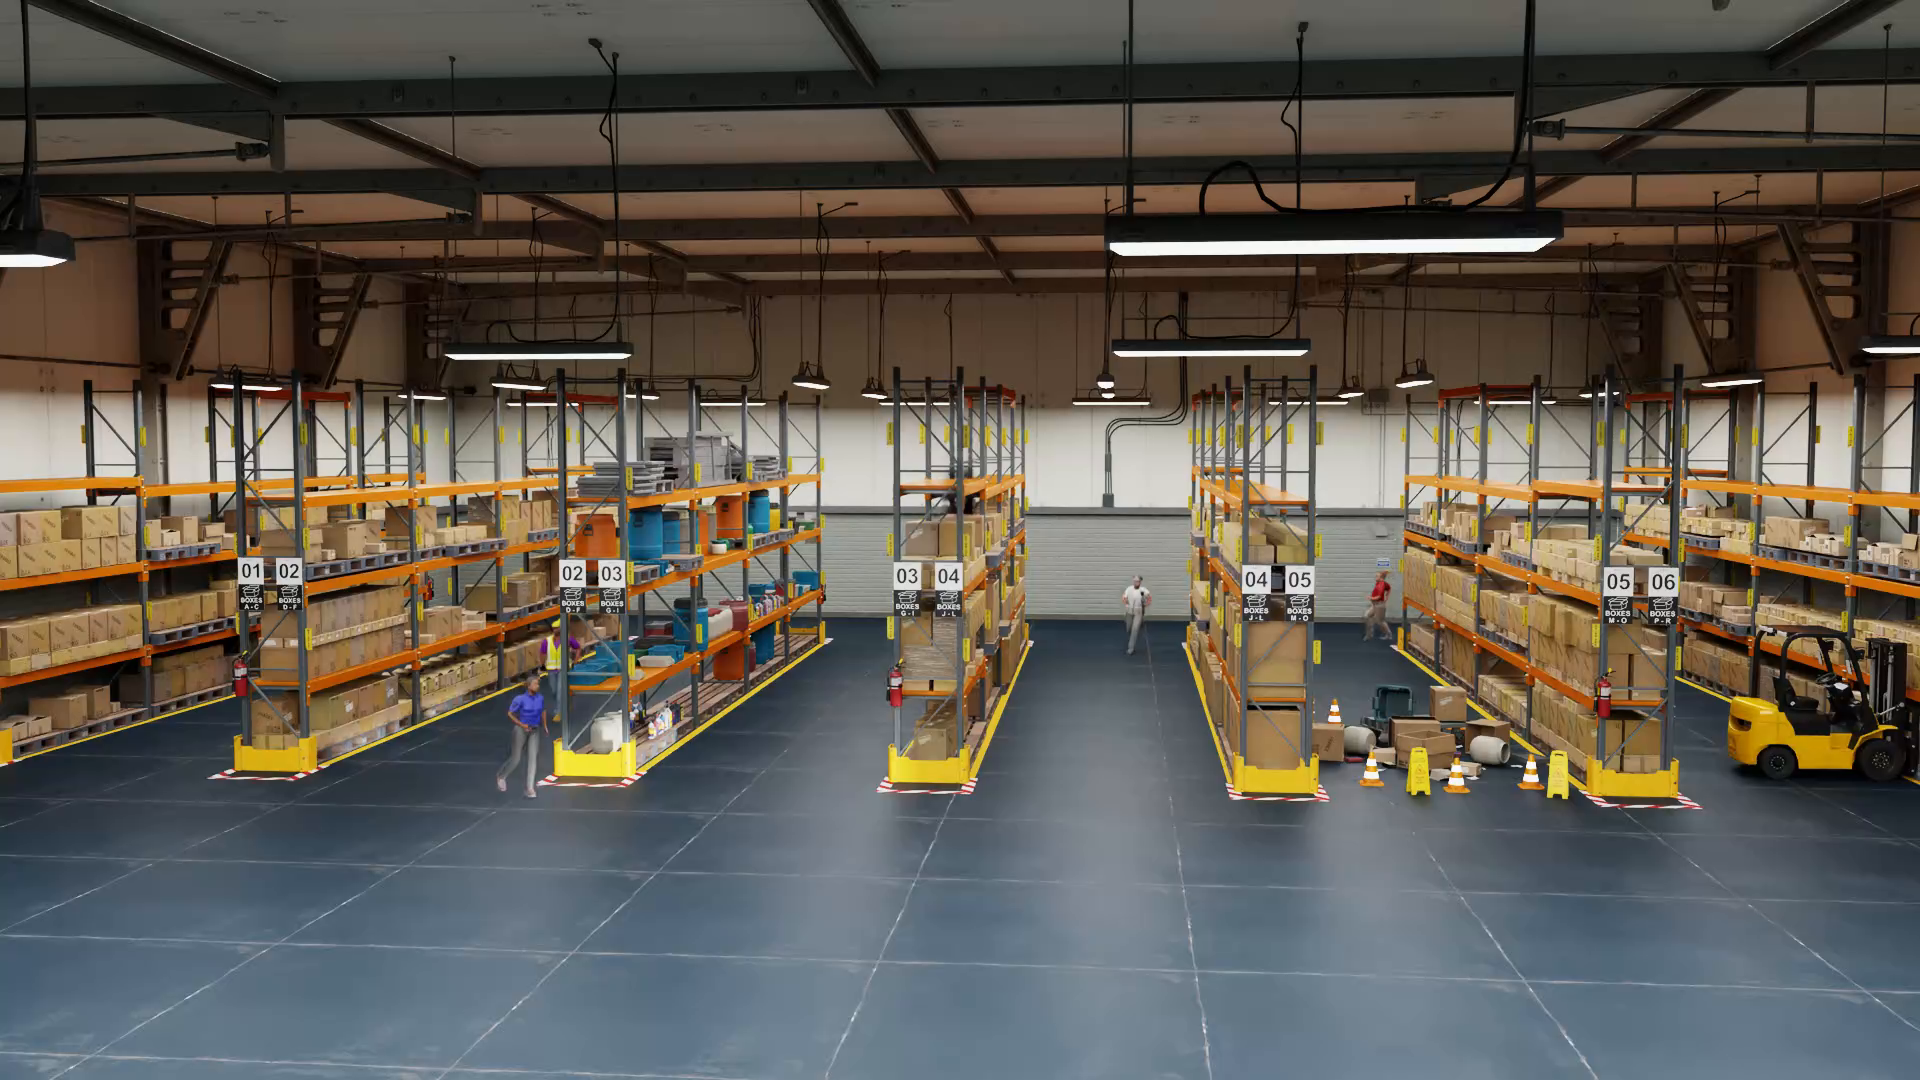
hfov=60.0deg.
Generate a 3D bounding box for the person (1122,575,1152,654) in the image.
[{"bbox_3d":[4.105,1.712,38.779,0.668,1.808,0.901,1,4,20],"label":"person"}]

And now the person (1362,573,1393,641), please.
[{"bbox_3d":[10.171,1.642,40.437,0.711,1.721,0.660,1,4,9],"label":"person"}]

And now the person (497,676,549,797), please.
[{"bbox_3d":[-6.046,2.725,23.310,0.666,1.629,0.855,-3,5,-44],"label":"person"}]

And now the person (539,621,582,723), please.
[{"bbox_3d":[-7.115,2.307,29.515,0.712,1.754,0.896,0,4,-1],"label":"person"}]
